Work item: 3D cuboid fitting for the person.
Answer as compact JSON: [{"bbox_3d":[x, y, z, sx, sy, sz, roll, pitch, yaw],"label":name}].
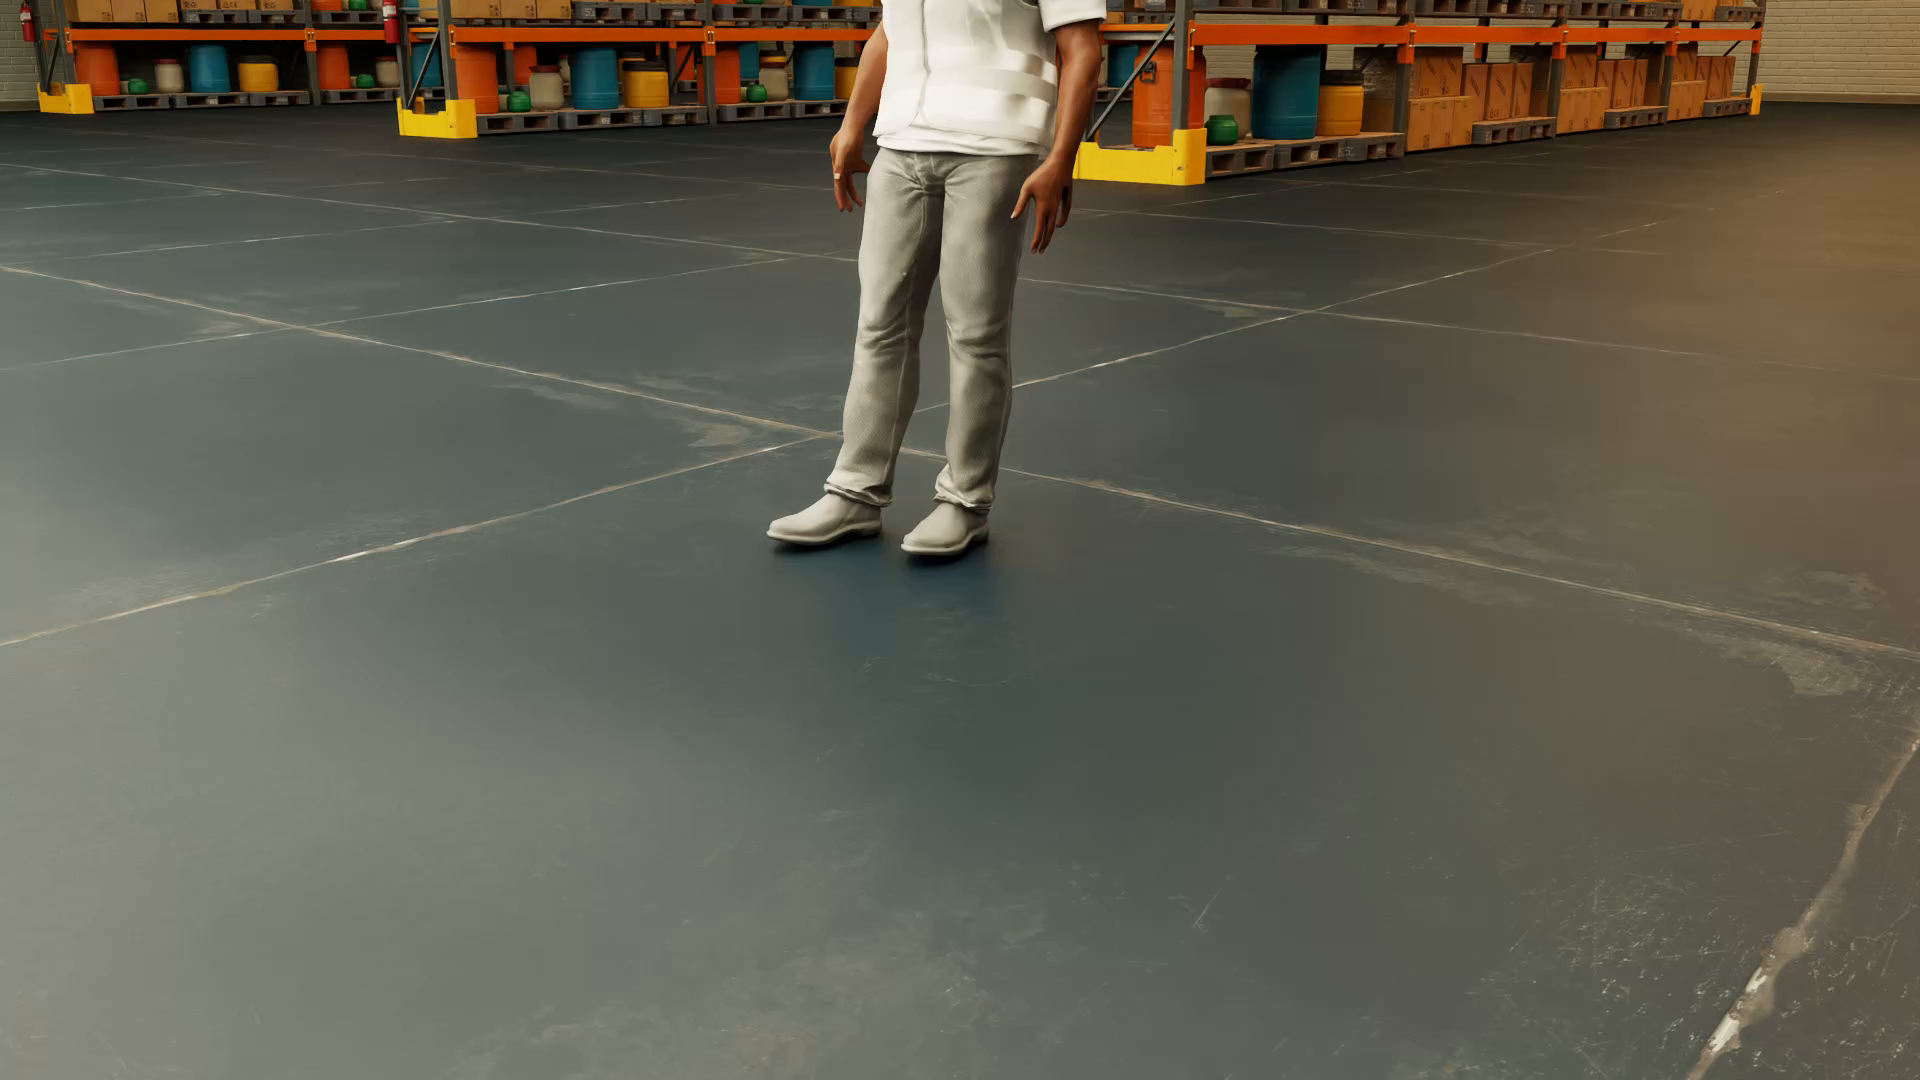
[{"bbox_3d":[-0.049,-0.838,3.636,0.665,1.765,0.577,13,21,37],"label":"person"}]
